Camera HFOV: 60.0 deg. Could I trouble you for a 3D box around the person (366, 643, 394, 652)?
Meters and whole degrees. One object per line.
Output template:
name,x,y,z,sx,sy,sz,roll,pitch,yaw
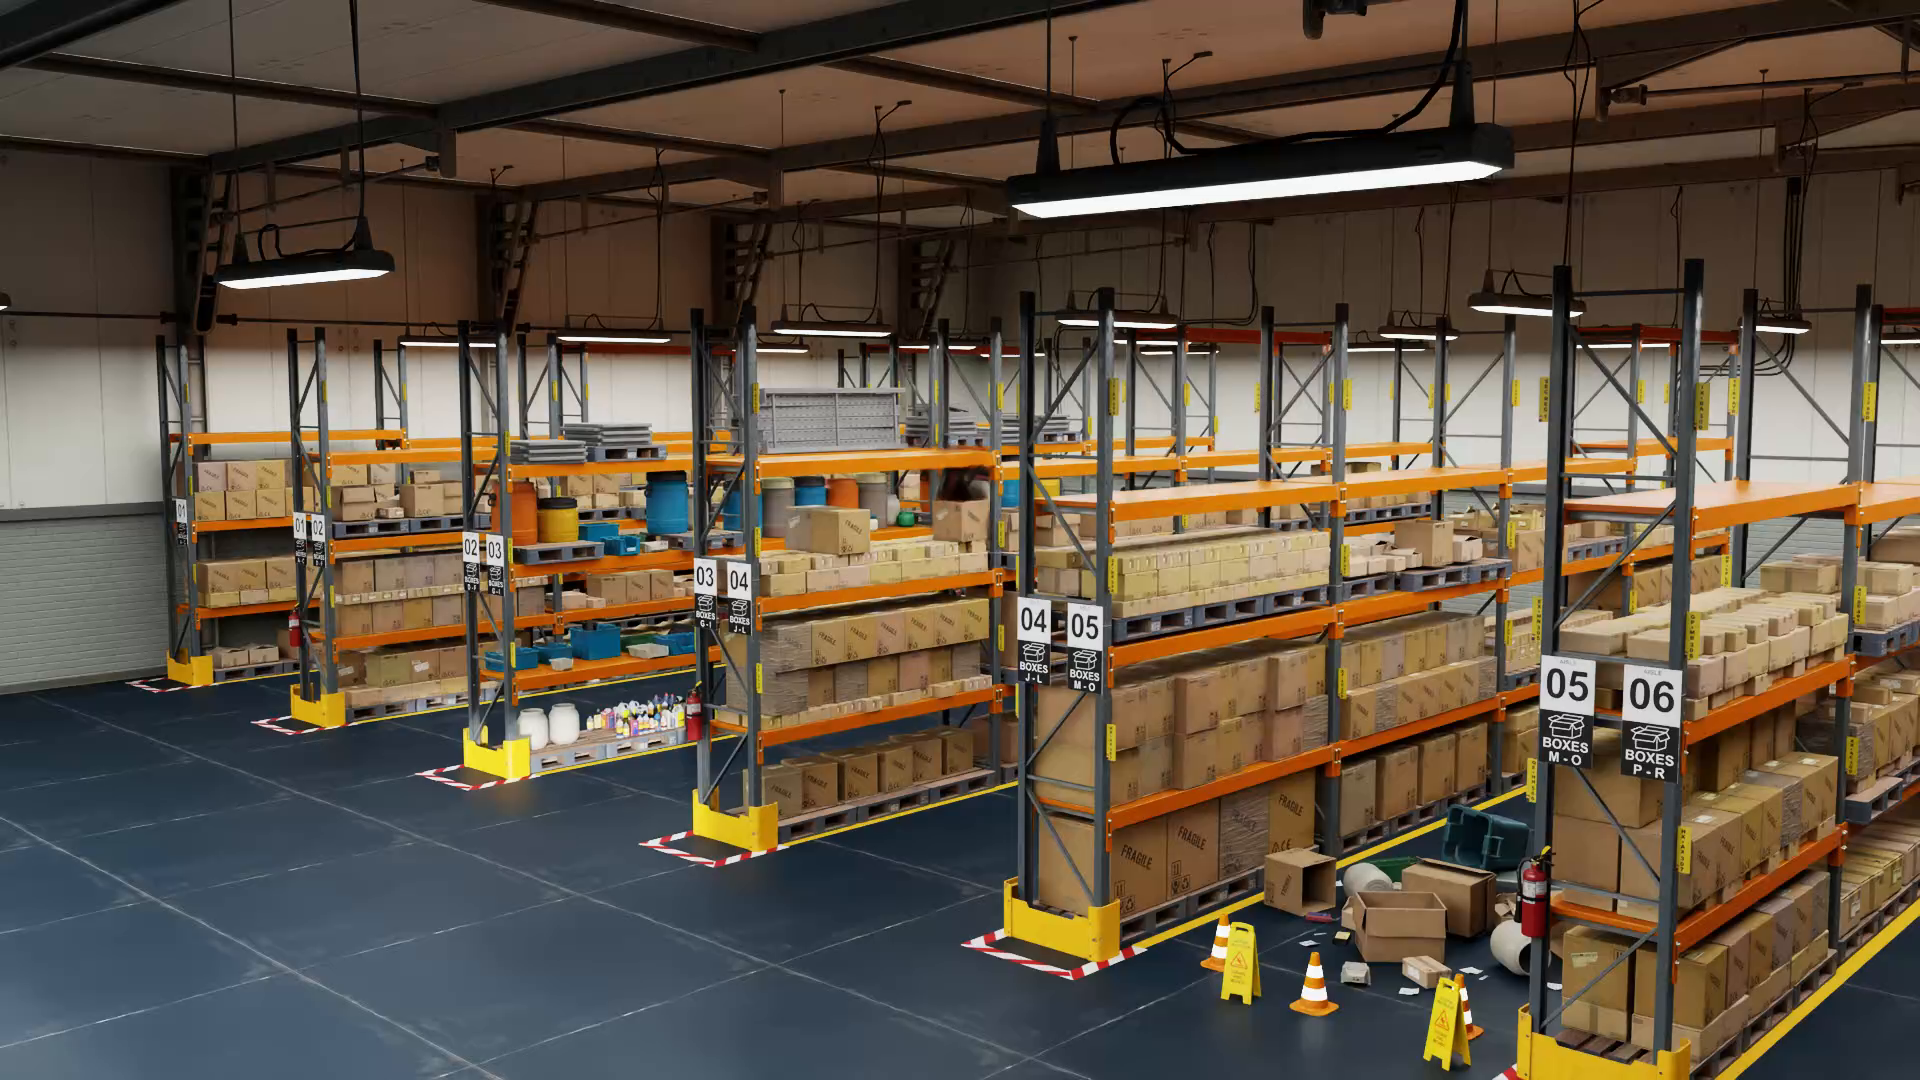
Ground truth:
person,-9.796,1.701,28.066,0.484,1.685,0.574,-1,6,-14
